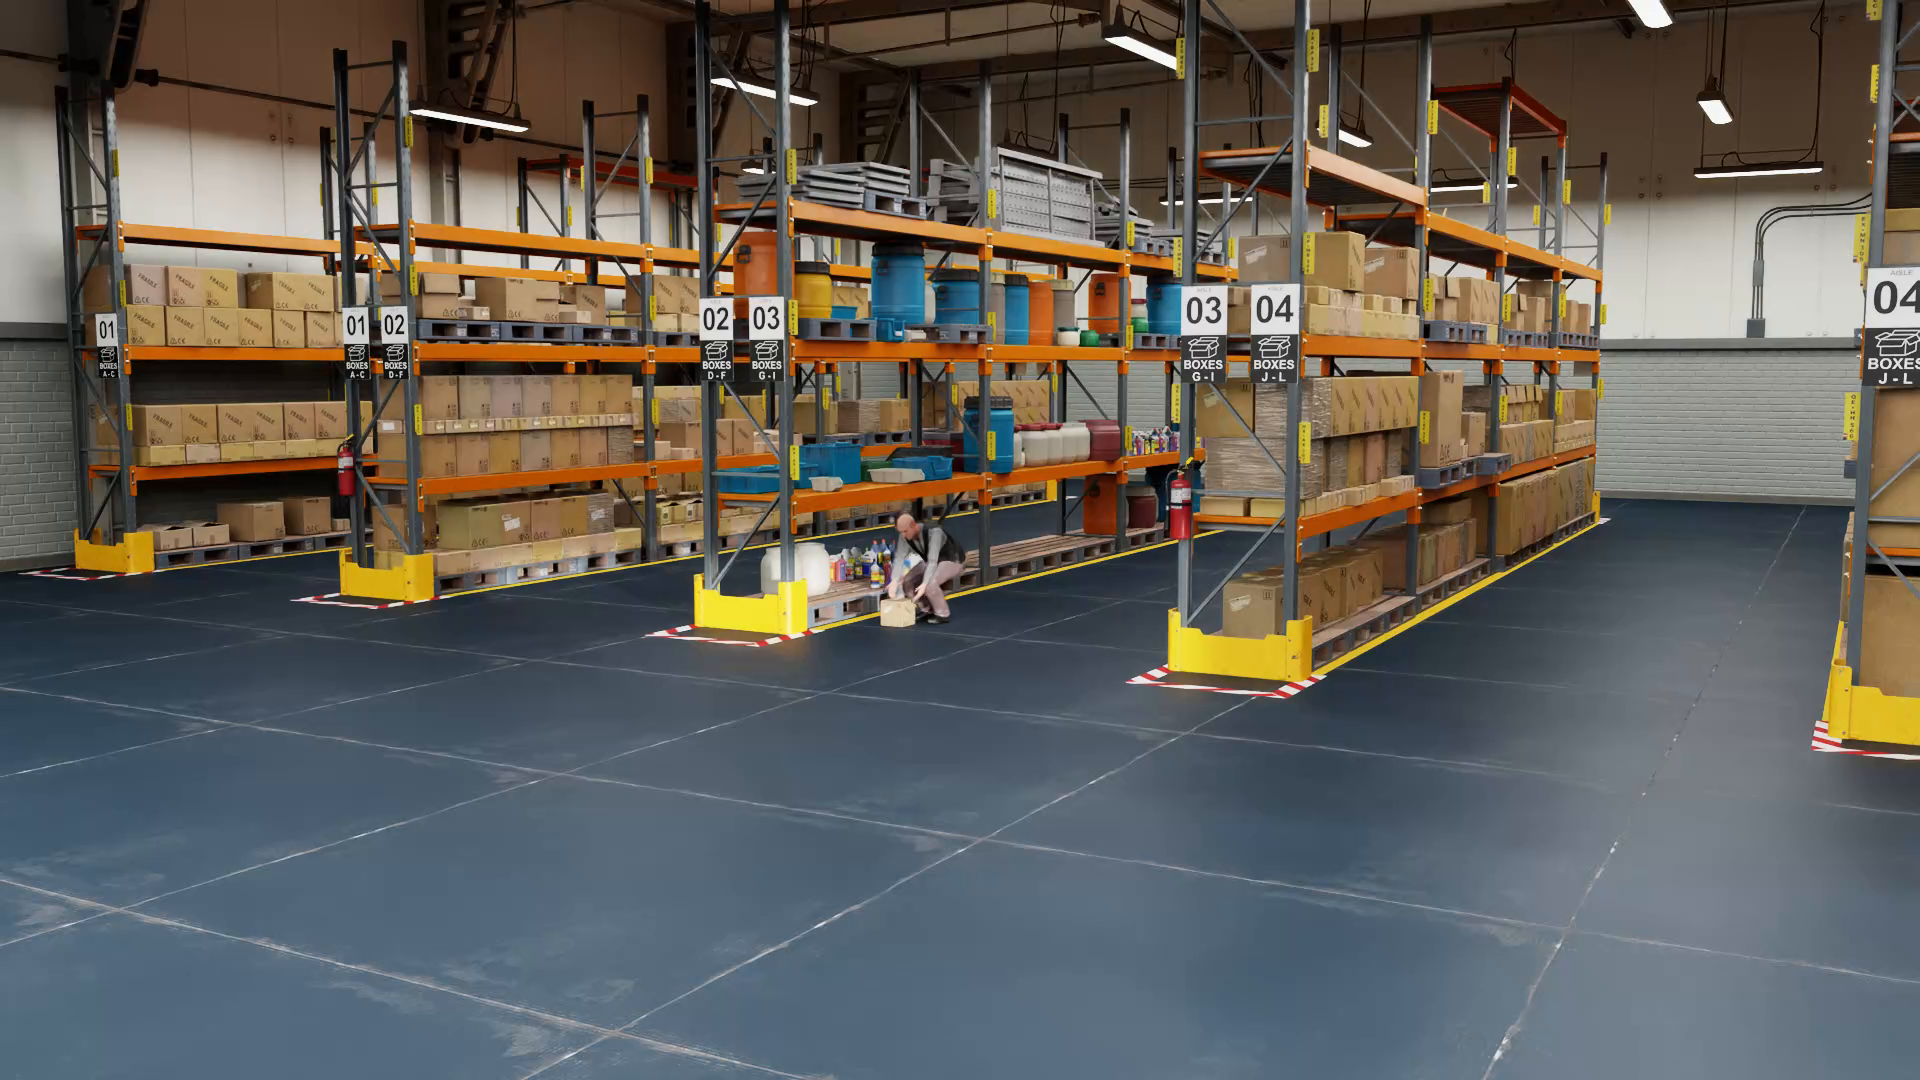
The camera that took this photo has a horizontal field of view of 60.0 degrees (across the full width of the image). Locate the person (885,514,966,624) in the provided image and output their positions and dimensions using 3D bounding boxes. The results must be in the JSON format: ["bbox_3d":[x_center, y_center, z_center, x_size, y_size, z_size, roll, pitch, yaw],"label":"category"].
[{"bbox_3d":[-0.312,0.275,16.574,0.830,1.111,0.563,-5,8,-42],"label":"person"}]
